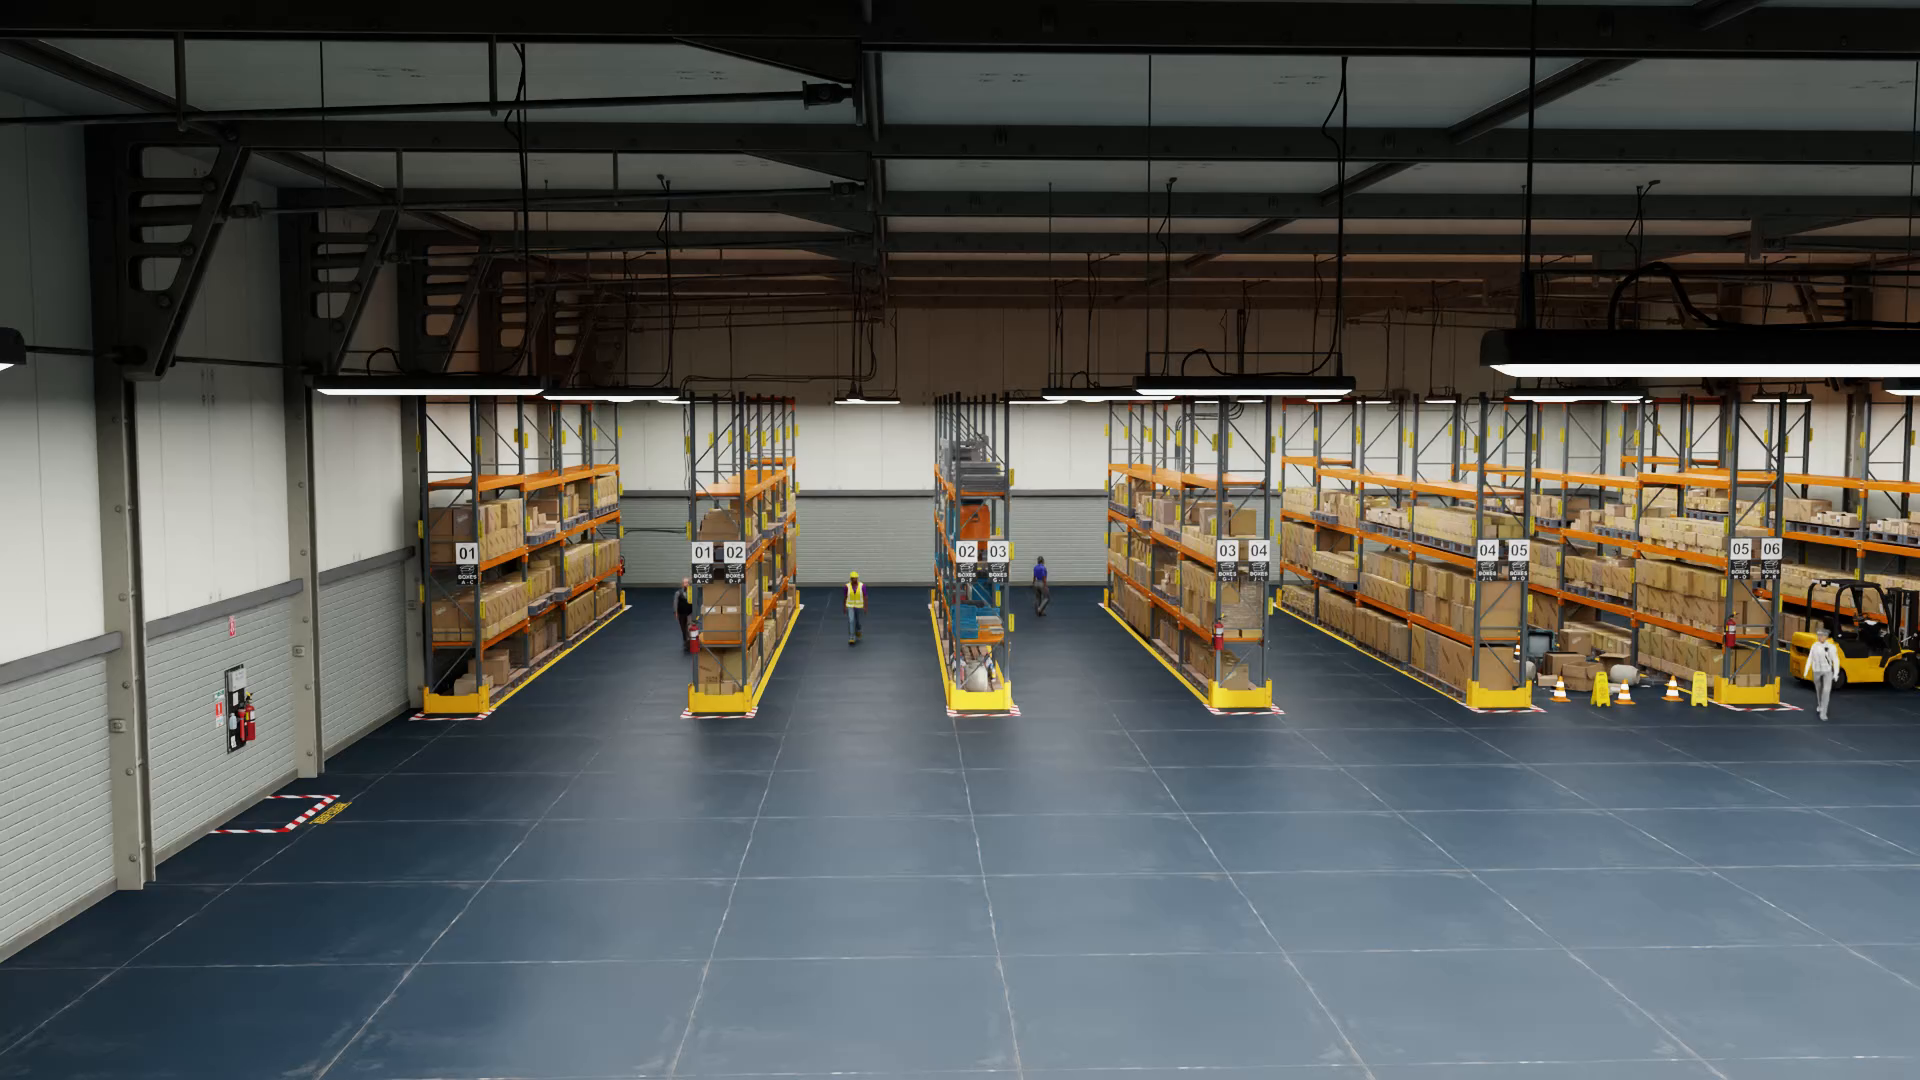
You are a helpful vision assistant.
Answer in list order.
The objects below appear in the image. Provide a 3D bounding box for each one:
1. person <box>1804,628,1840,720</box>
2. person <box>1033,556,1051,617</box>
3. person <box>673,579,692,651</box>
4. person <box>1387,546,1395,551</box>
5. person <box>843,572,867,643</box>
[{"bbox_3d":[15.919,2.434,30.702,0.557,1.614,1.010,4,6,38],"label":"person"},{"bbox_3d":[2.177,1.272,45.286,0.450,1.657,0.520,-4,6,-43],"label":"person"},{"bbox_3d":[-6.467,1.740,39.105,0.529,1.661,1.069,0,5,1],"label":"person"},{"bbox_3d":[12.345,1.031,47.587,1.122,1.710,0.555,3,5,29],"label":"person"},{"bbox_3d":[-2.544,1.618,40.458,0.580,1.725,0.979,0,5,-5],"label":"person"}]
